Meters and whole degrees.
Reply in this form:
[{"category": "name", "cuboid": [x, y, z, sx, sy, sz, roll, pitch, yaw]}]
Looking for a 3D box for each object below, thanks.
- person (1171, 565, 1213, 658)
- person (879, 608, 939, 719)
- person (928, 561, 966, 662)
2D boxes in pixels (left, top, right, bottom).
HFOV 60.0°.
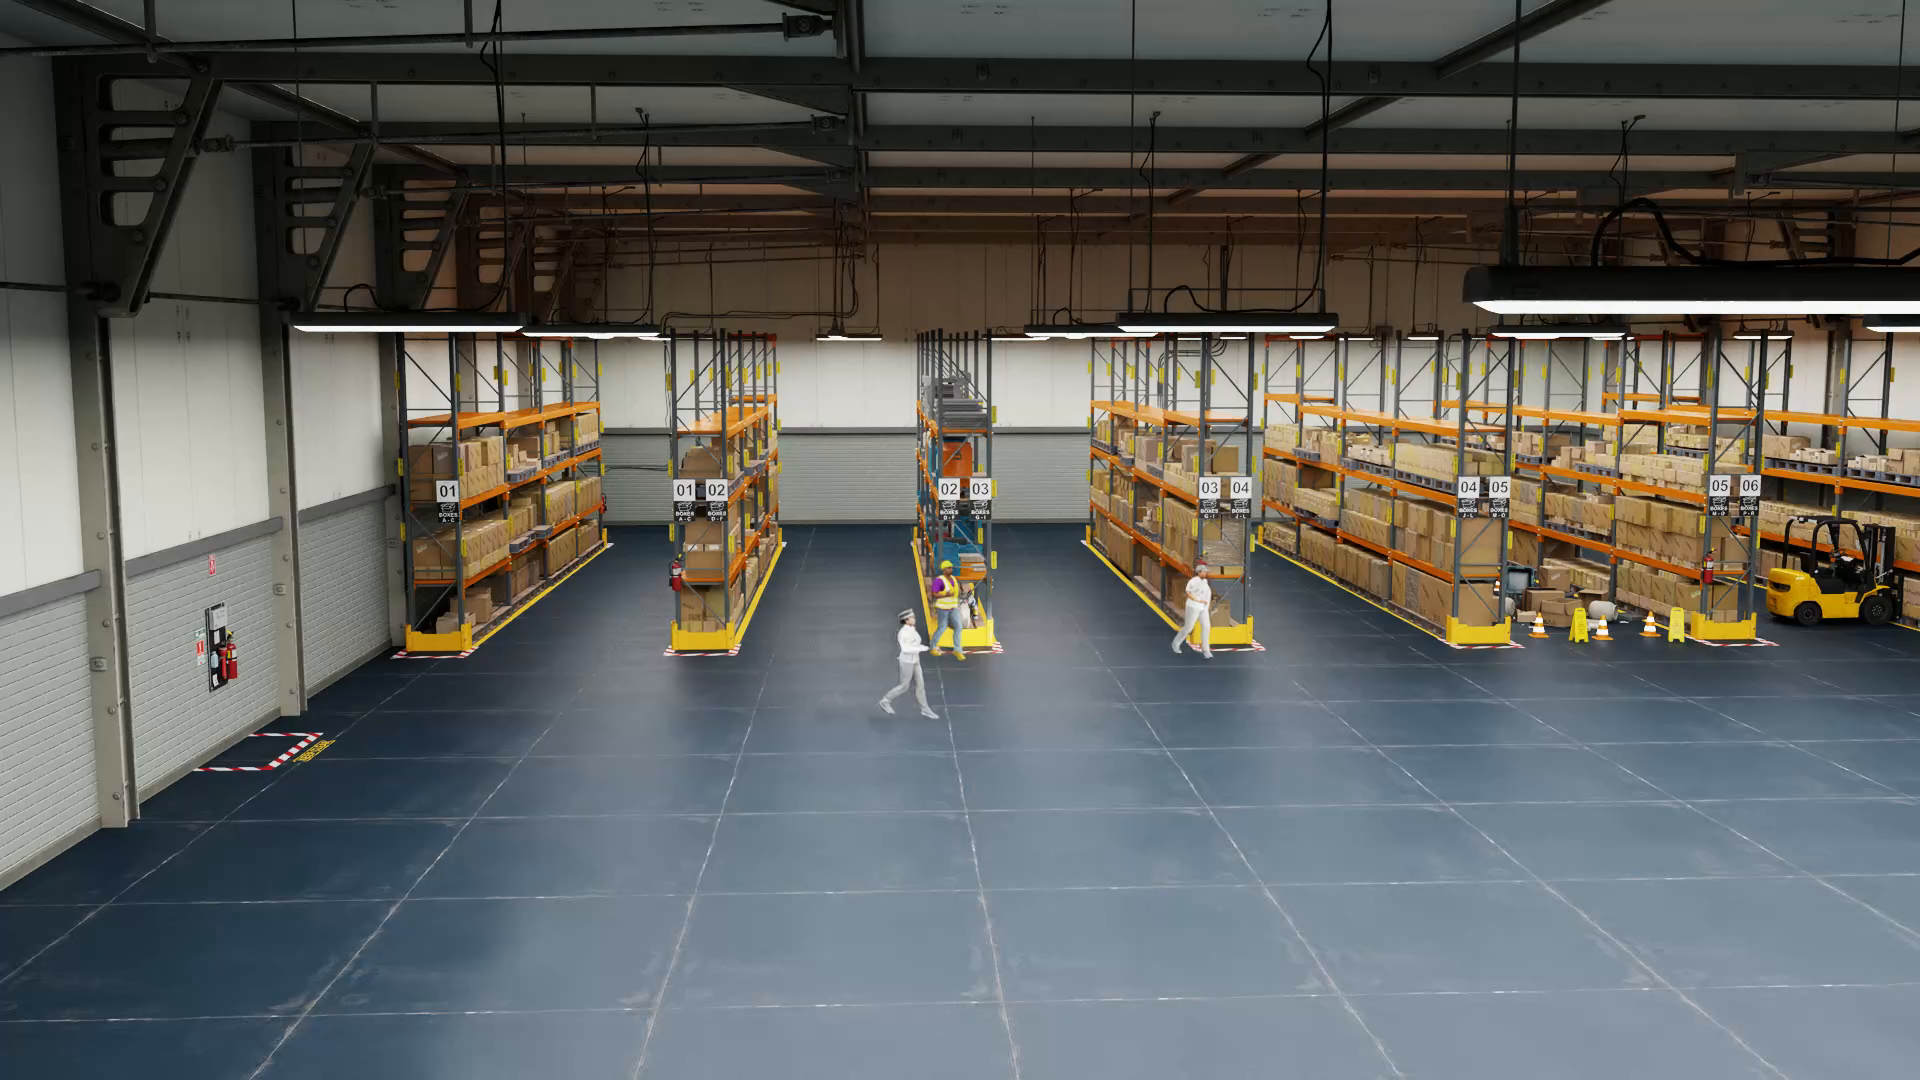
[{"category": "person", "cuboid": [4.400, 1.287, 30.597, 0.676, 1.664, 0.871, -6, 9, -39]}, {"category": "person", "cuboid": [-0.783, 1.879, 25.350, 0.920, 1.701, 0.612, 2, 7, 14]}, {"category": "person", "cuboid": [-0.239, 1.280, 30.212, 0.697, 1.818, 0.768, -7, 9, -44]}]
